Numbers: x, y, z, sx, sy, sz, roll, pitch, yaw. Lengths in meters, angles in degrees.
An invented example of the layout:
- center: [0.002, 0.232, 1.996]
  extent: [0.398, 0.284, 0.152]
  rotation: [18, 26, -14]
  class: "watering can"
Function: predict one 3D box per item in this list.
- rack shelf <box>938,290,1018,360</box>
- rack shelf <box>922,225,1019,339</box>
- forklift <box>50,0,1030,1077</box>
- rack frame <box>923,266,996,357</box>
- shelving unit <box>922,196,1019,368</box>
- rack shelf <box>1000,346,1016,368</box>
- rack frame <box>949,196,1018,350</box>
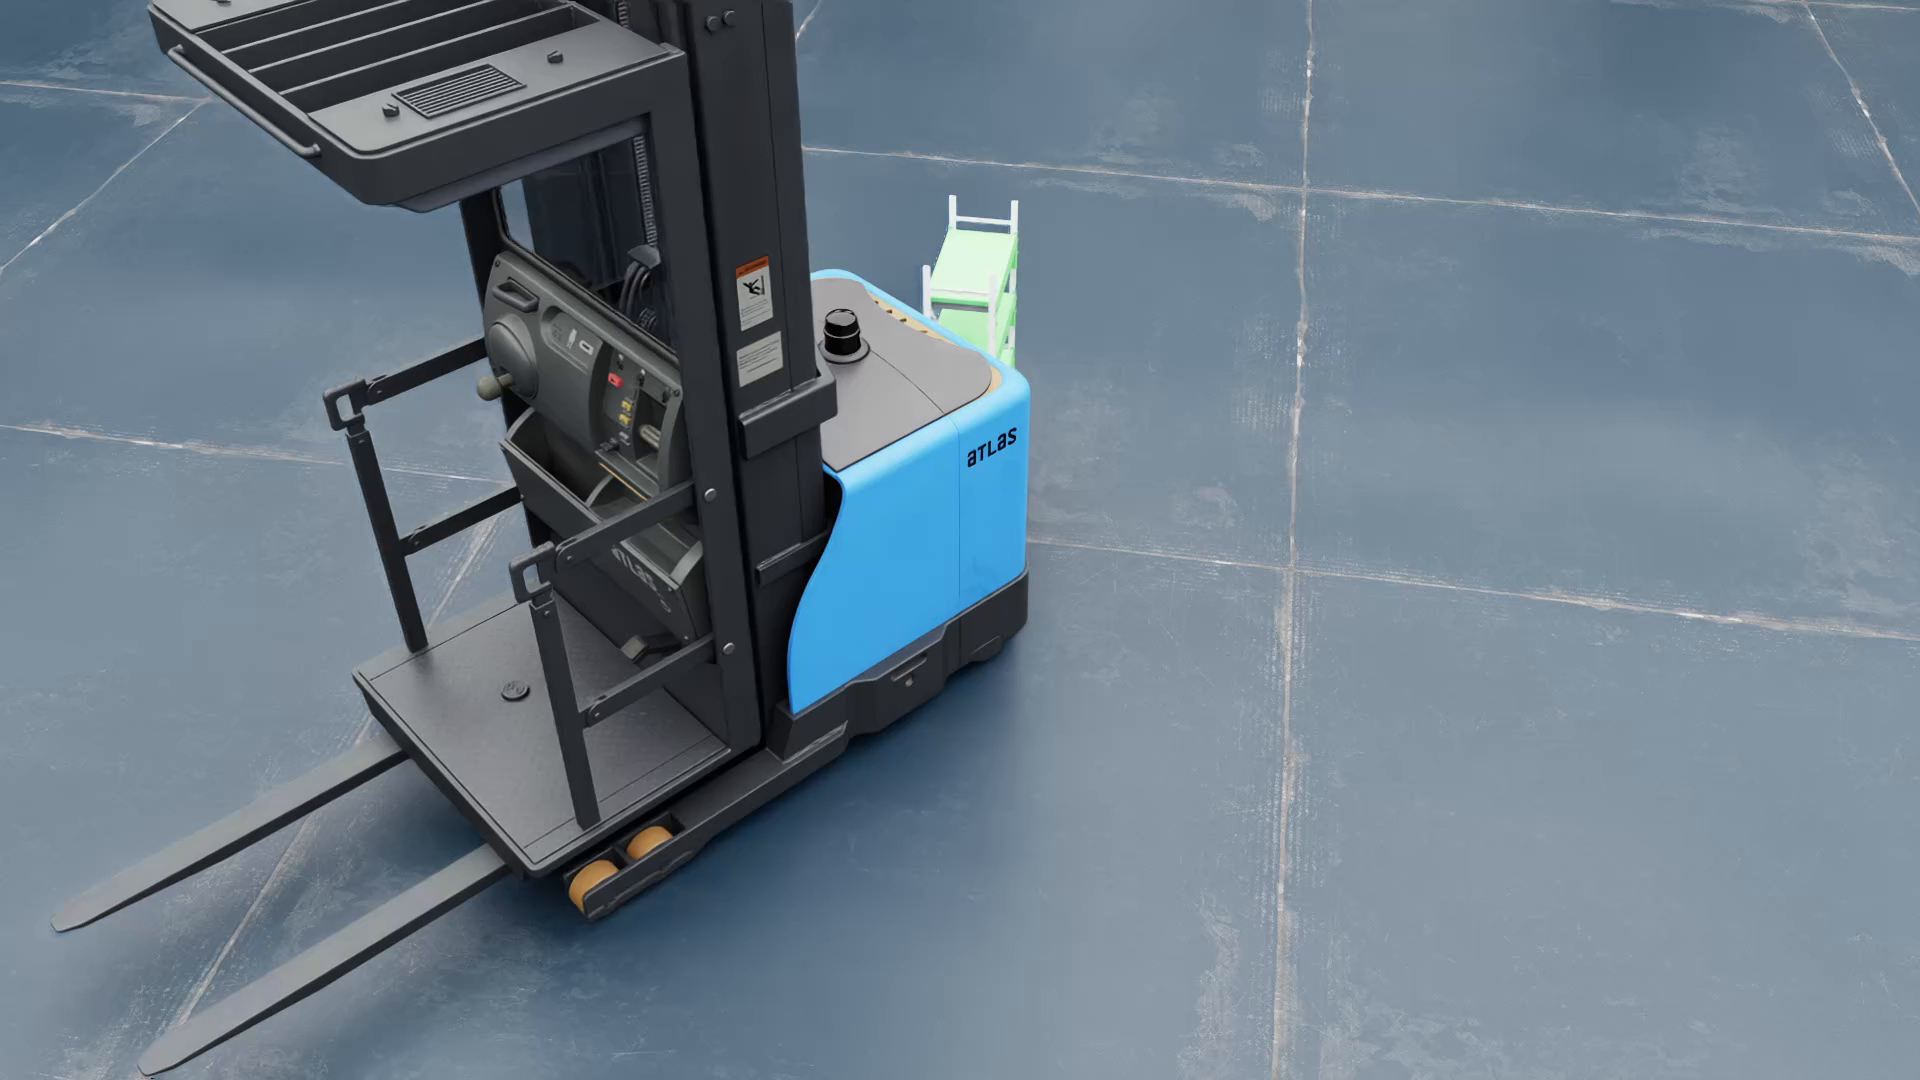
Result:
- center: [0.041, -0.710, 5.890]
  extent: [0.258, 0.148, 0.480]
  rotation: [6, 40, 8]
  class: "rack shelf"
- center: [0.040, -0.895, 5.737]
  extent: [0.258, 0.148, 0.480]
  rotation: [6, 40, 8]
  class: "rack shelf"
- center: [-1.191, -0.397, 4.430]
  extent: [3.031, 2.935, 1.130]
  rotation: [-30, 48, -31]
  class: "forklift"
- center: [-0.001, -0.421, 5.817]
  extent: [0.240, 1.200, 0.015]
  rotation: [6, 40, 8]
  class: "rack frame"
- center: [0.041, -0.574, 6.002]
  extent: [0.258, 1.200, 0.503]
  rotation: [6, 40, 8]
  class: "shelving unit"
- center: [0.041, -0.525, 6.043]
  extent: [0.258, 0.148, 0.480]
  rotation: [6, 40, 8]
  class: "rack shelf"
- center: [0.082, -0.727, 6.188]
  extent: [0.240, 1.200, 0.015]
  rotation: [6, 40, 8]
  class: "rack frame"
